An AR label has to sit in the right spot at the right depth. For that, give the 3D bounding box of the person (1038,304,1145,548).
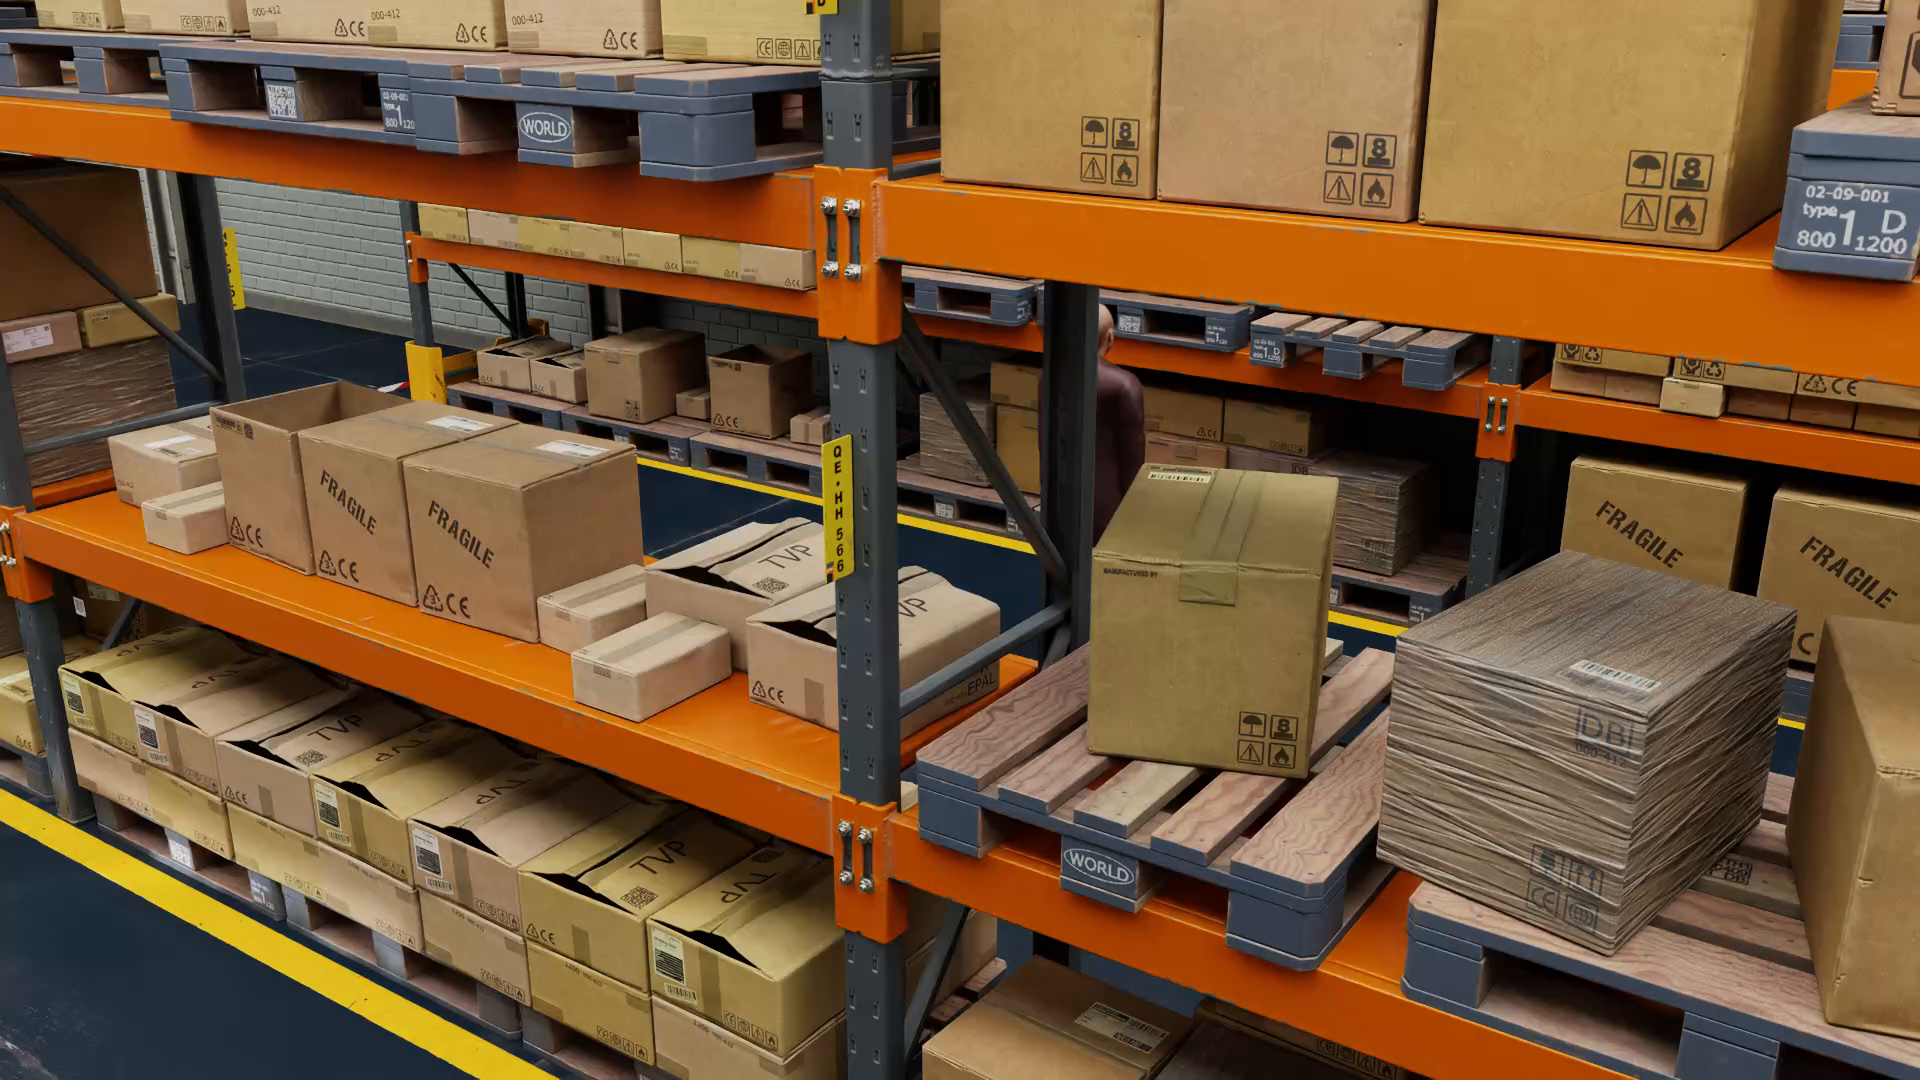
[{"bbox_3d":[0.622,-0.225,7.742,0.560,1.783,0.420,13,24,33],"label":"person"}]
